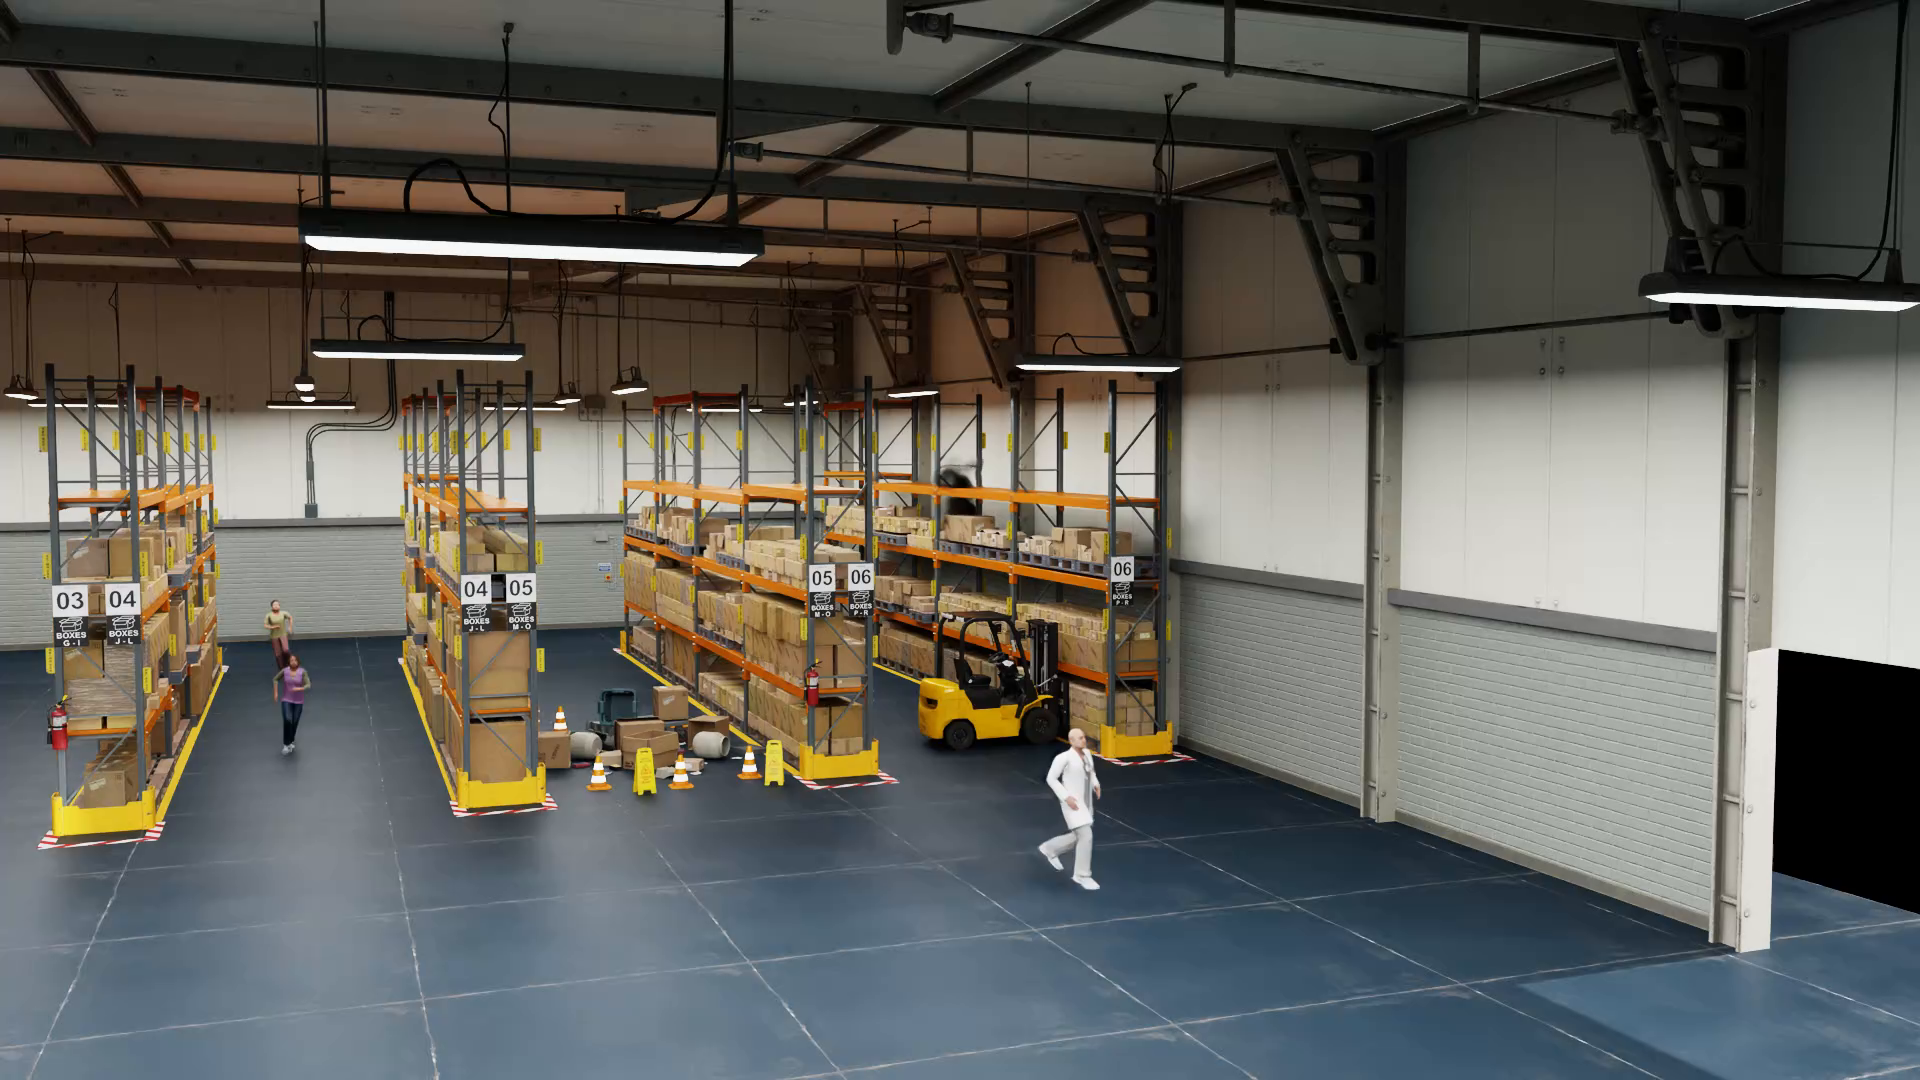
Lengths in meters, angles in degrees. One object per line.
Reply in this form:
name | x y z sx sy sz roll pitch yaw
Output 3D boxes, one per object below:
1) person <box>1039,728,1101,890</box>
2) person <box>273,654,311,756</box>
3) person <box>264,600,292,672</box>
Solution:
person | 1.264 3.022 18.899 0.853 1.806 0.733 3 4 39
person | -10.768 2.645 26.836 0.532 1.623 0.636 -2 4 -29
person | -14.613 2.098 35.669 0.558 1.635 0.648 -1 4 -21
